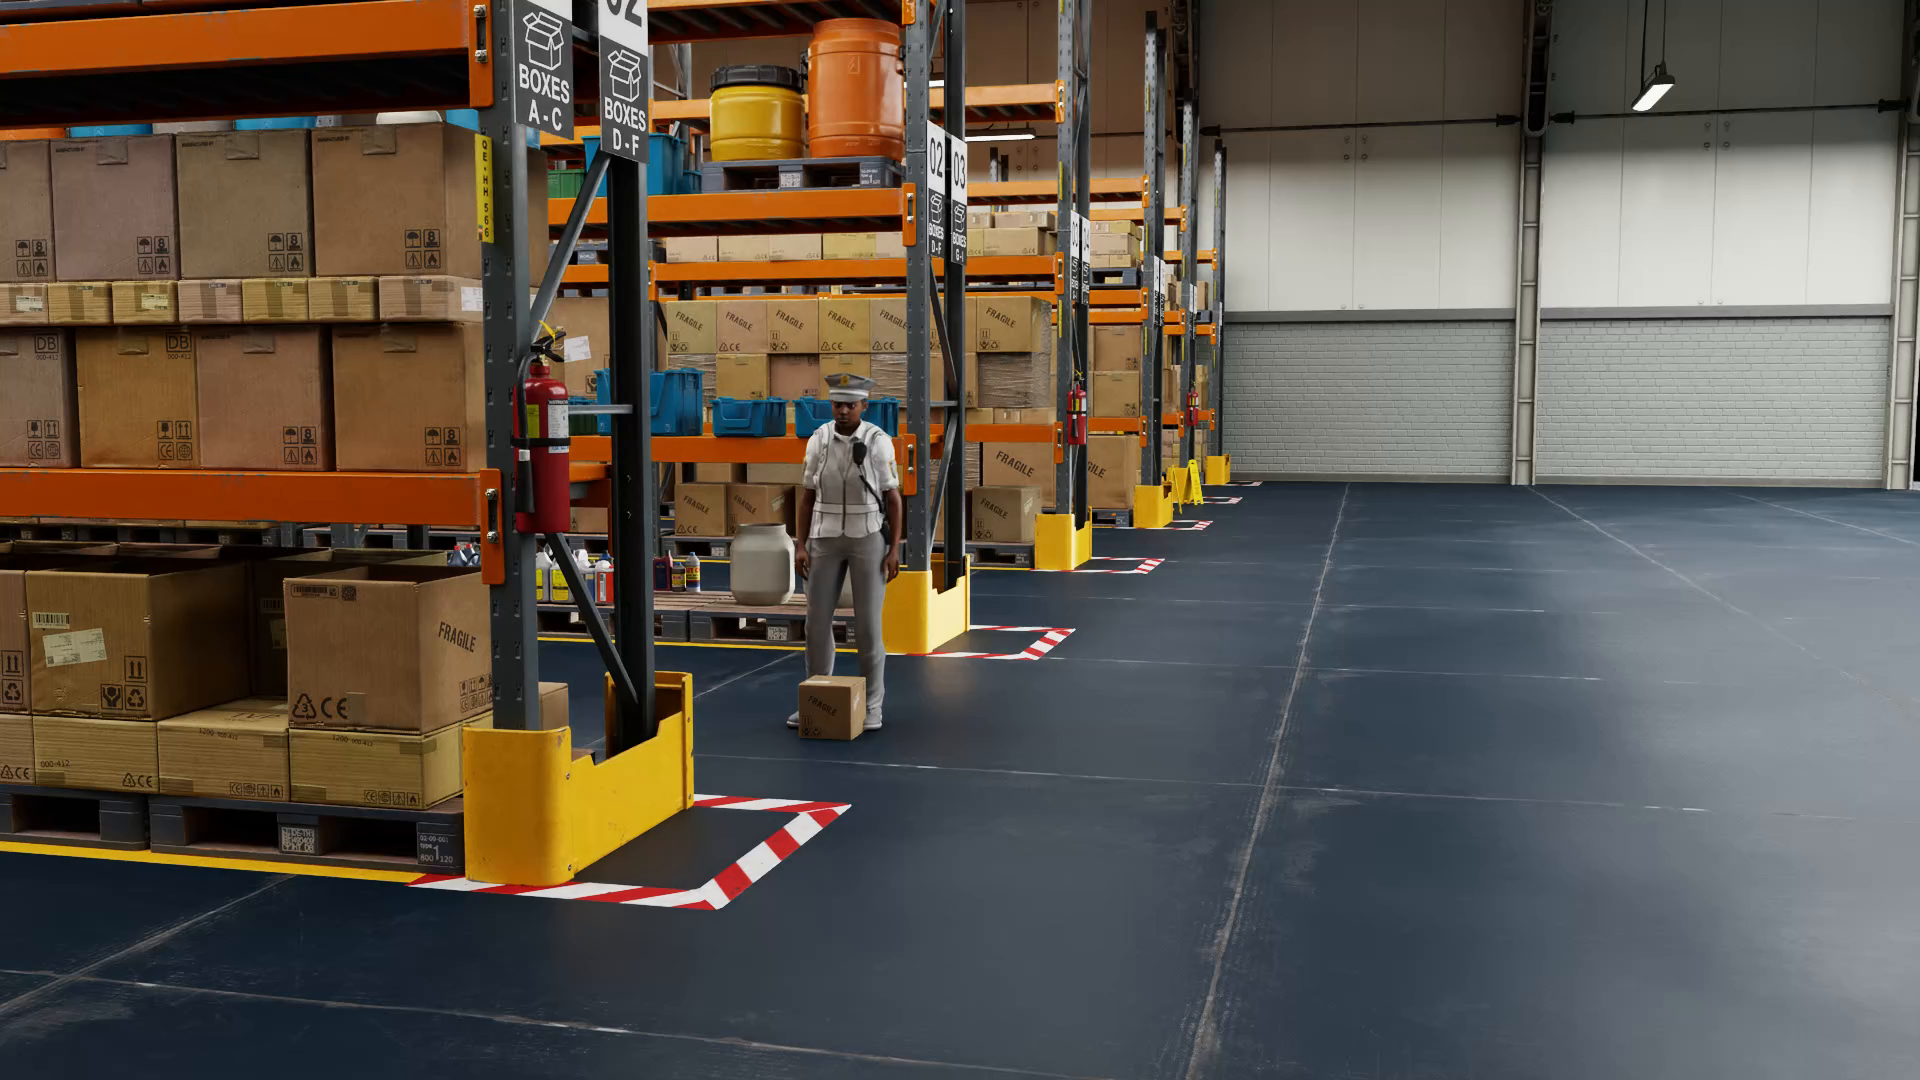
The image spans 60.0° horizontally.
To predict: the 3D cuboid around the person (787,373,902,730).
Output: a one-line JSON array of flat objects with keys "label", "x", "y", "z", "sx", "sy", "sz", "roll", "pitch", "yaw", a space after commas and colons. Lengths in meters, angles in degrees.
[{"label": "person", "x": -0.538, "y": 0.049, "z": 7.840, "sx": 0.531, "sy": 1.664, "sz": 0.391, "roll": 1, "pitch": 5, "yaw": 11}]
